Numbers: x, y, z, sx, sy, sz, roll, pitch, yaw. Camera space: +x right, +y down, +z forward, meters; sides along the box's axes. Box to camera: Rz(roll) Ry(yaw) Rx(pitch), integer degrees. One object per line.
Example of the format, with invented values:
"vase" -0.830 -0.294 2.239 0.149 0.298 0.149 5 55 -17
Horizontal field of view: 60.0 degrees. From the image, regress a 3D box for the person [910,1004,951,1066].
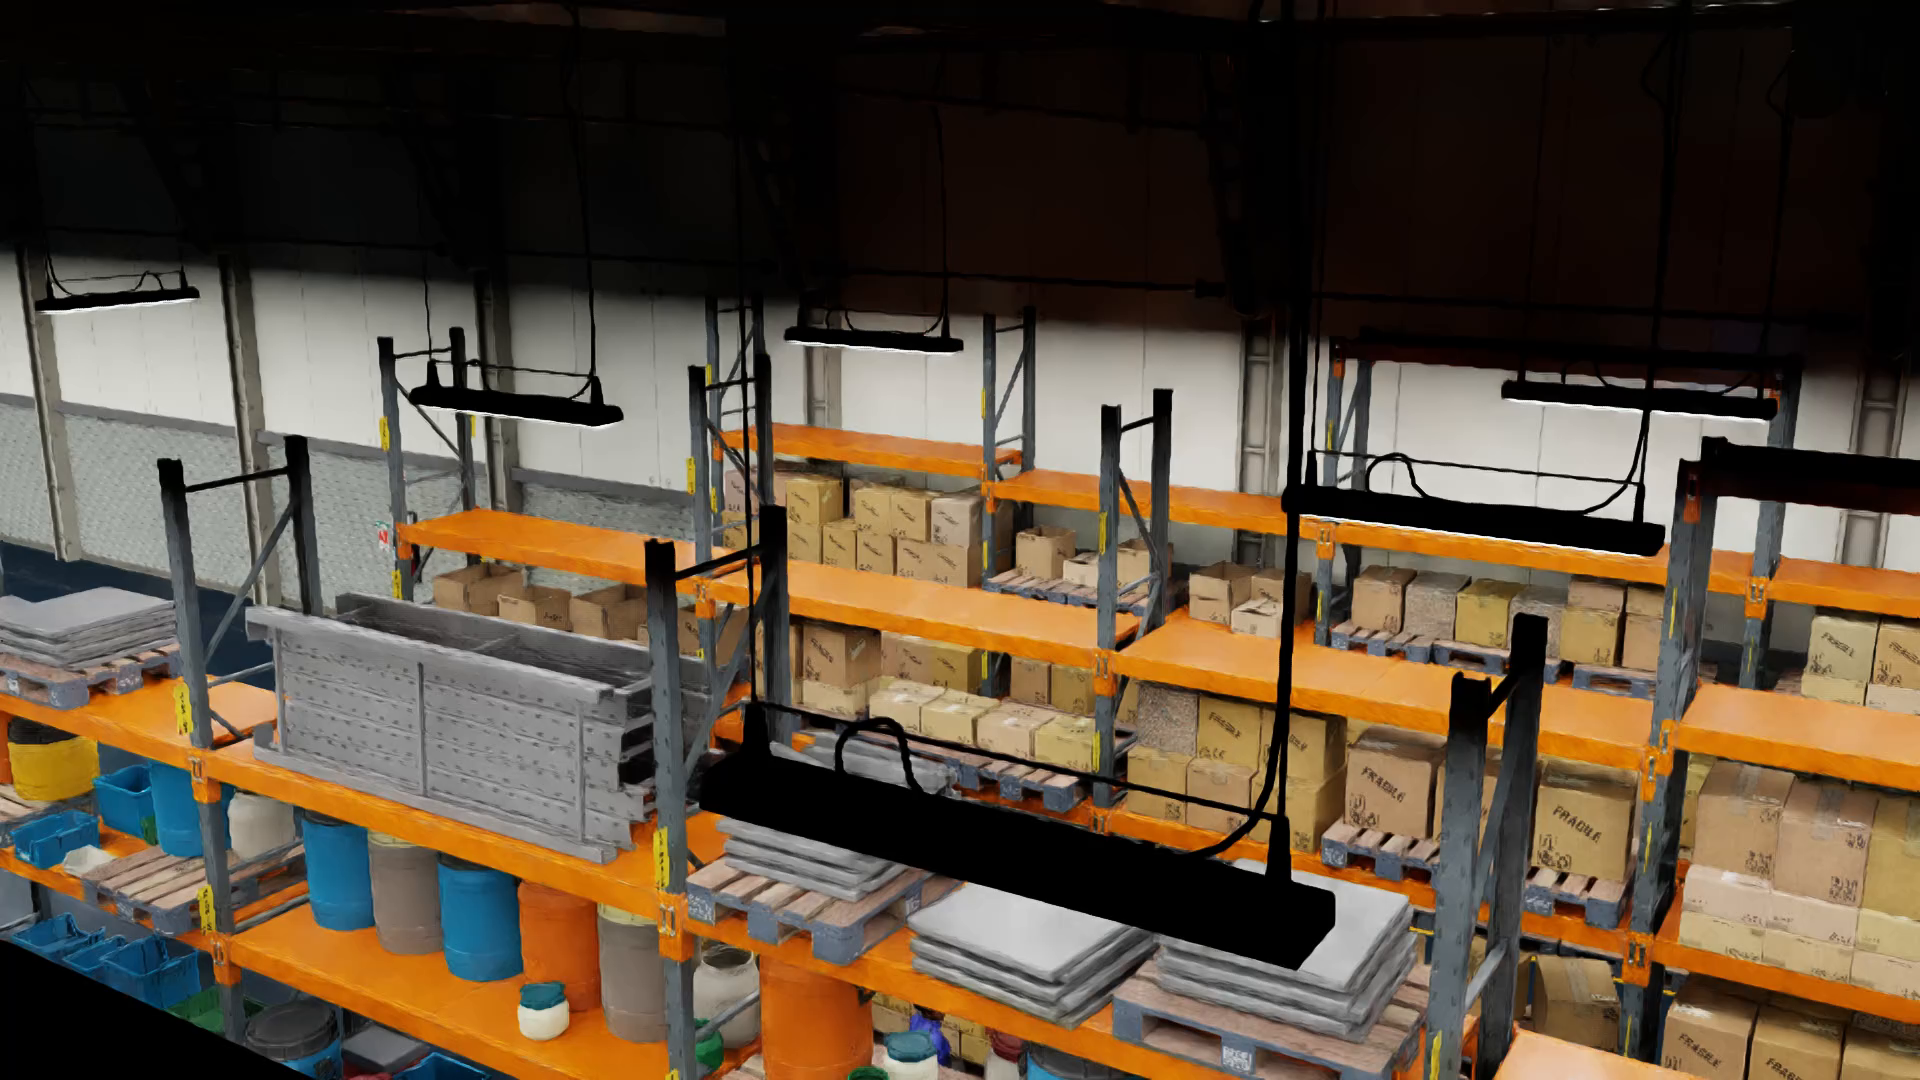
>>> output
"person" -0.211 4.202 12.746 0.551 1.653 0.574 -7 15 -26
